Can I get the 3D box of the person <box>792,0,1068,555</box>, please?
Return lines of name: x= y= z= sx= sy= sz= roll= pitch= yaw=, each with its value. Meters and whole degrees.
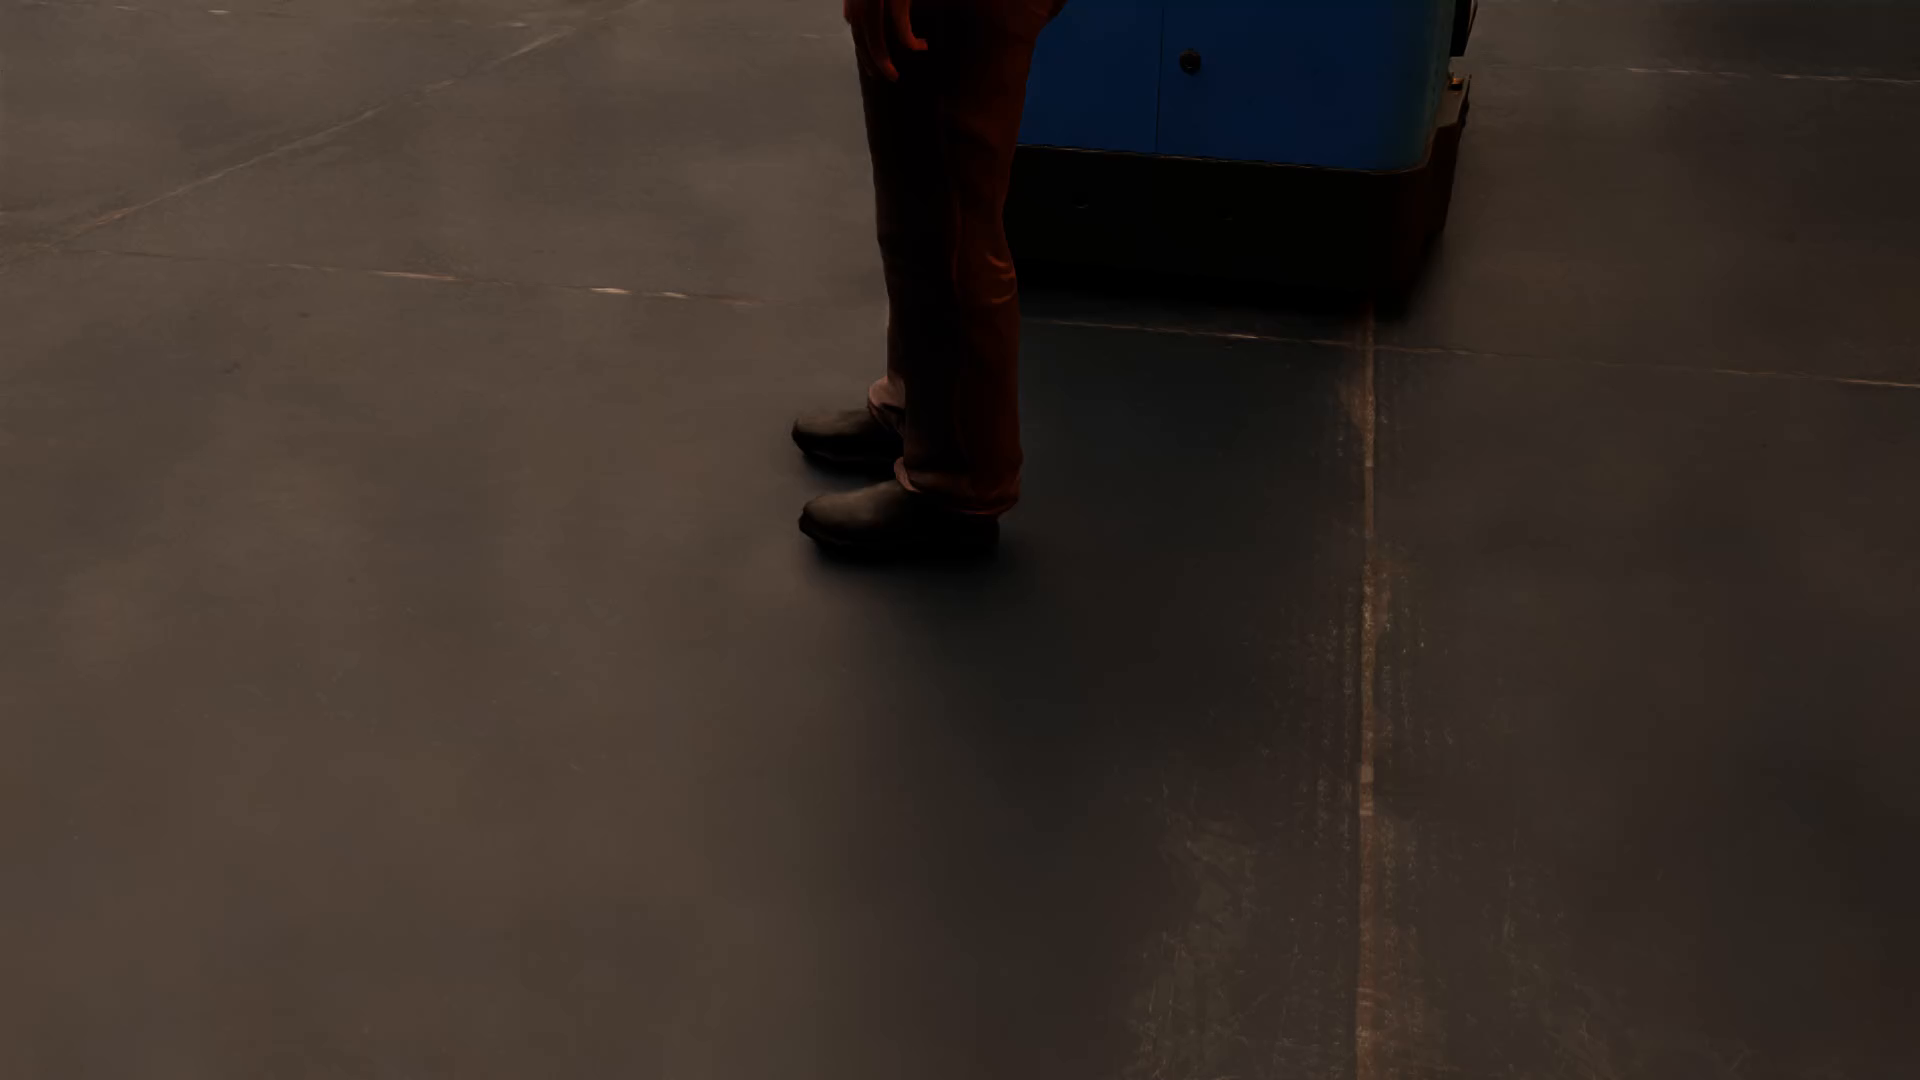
person: x=-0.059 y=-0.785 z=2.128 sx=0.567 sy=1.720 sz=0.632 roll=6 pitch=27 yaw=11

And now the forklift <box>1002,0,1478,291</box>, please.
forklift: x=0.853 y=-2.451 z=4.104 sx=1.130 sy=2.935 sz=3.031 roll=8 pitch=28 yaw=16
